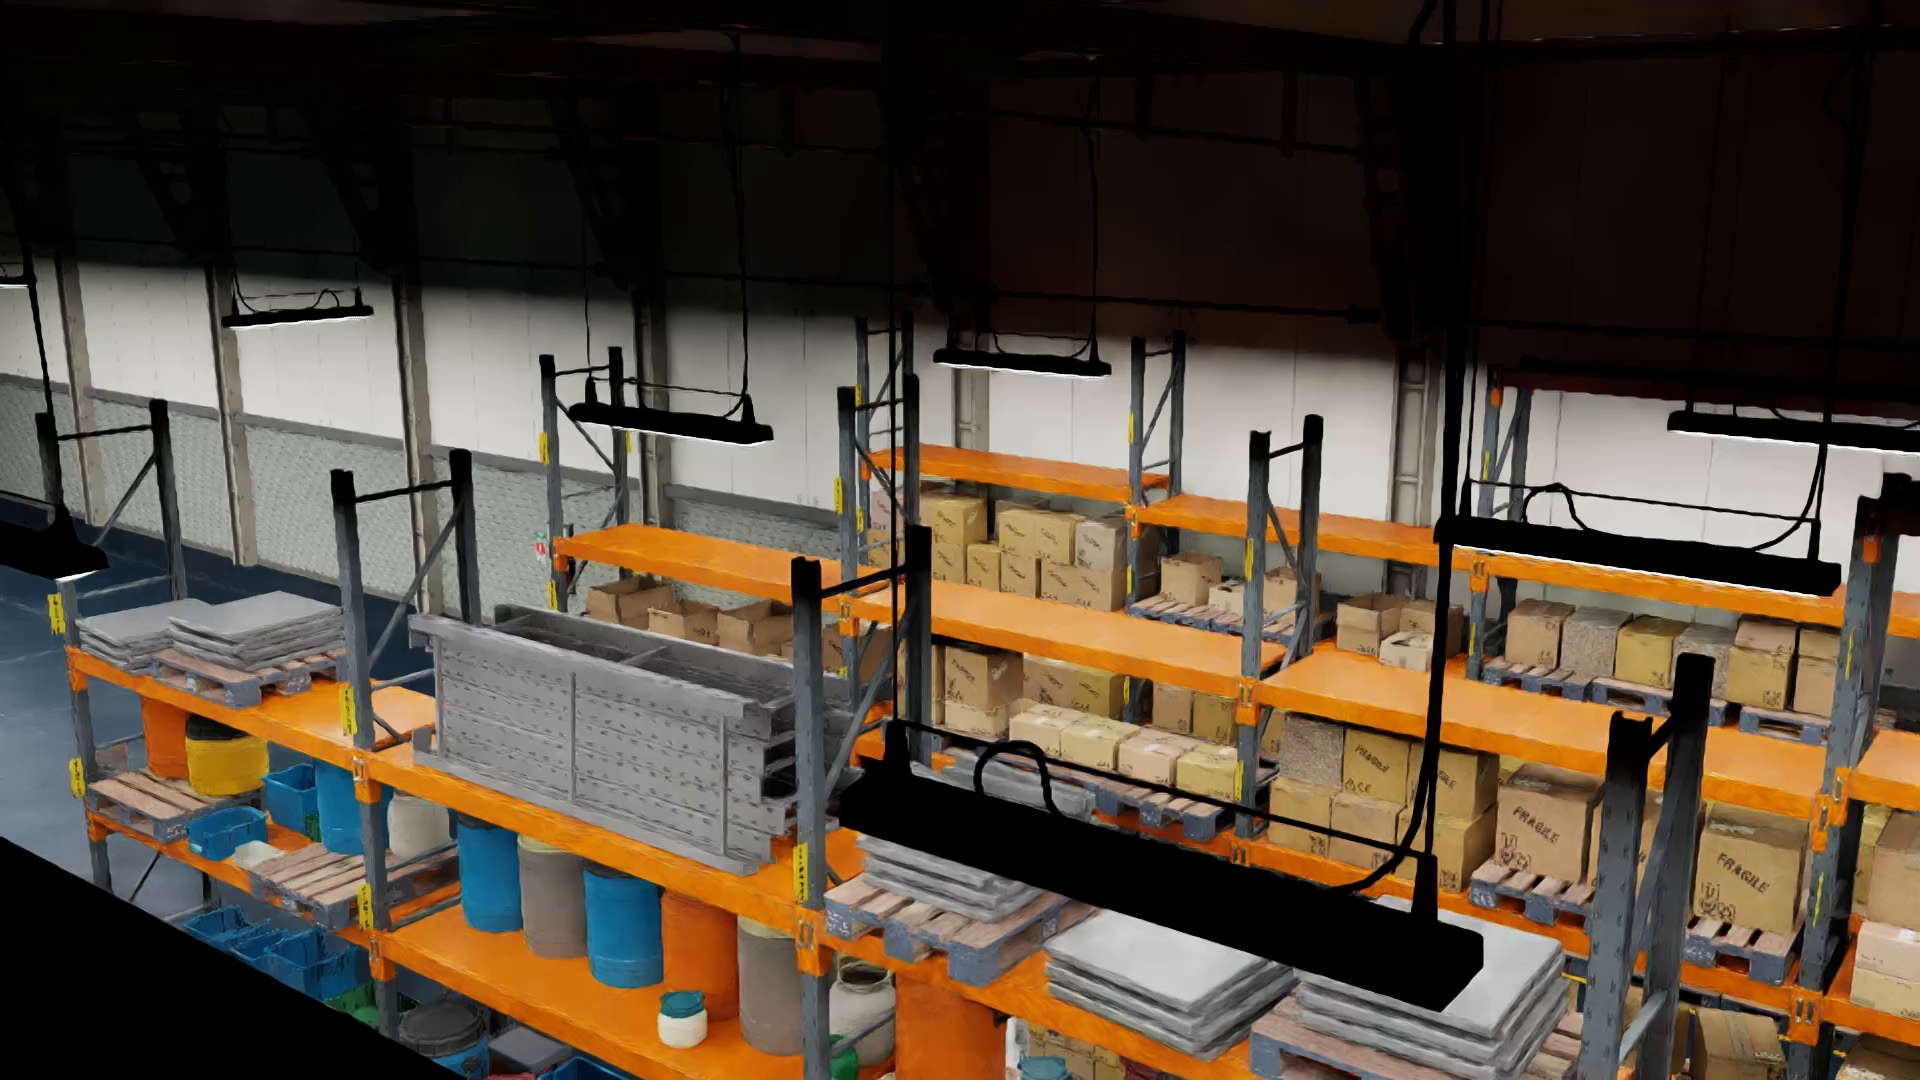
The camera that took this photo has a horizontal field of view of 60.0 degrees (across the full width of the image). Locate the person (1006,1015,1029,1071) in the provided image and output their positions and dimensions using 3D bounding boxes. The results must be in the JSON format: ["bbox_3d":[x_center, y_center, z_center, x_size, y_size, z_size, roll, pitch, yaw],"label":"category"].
[{"bbox_3d":[0.263,4.227,13.123,0.569,1.770,0.447,3,13,11],"label":"person"}]
